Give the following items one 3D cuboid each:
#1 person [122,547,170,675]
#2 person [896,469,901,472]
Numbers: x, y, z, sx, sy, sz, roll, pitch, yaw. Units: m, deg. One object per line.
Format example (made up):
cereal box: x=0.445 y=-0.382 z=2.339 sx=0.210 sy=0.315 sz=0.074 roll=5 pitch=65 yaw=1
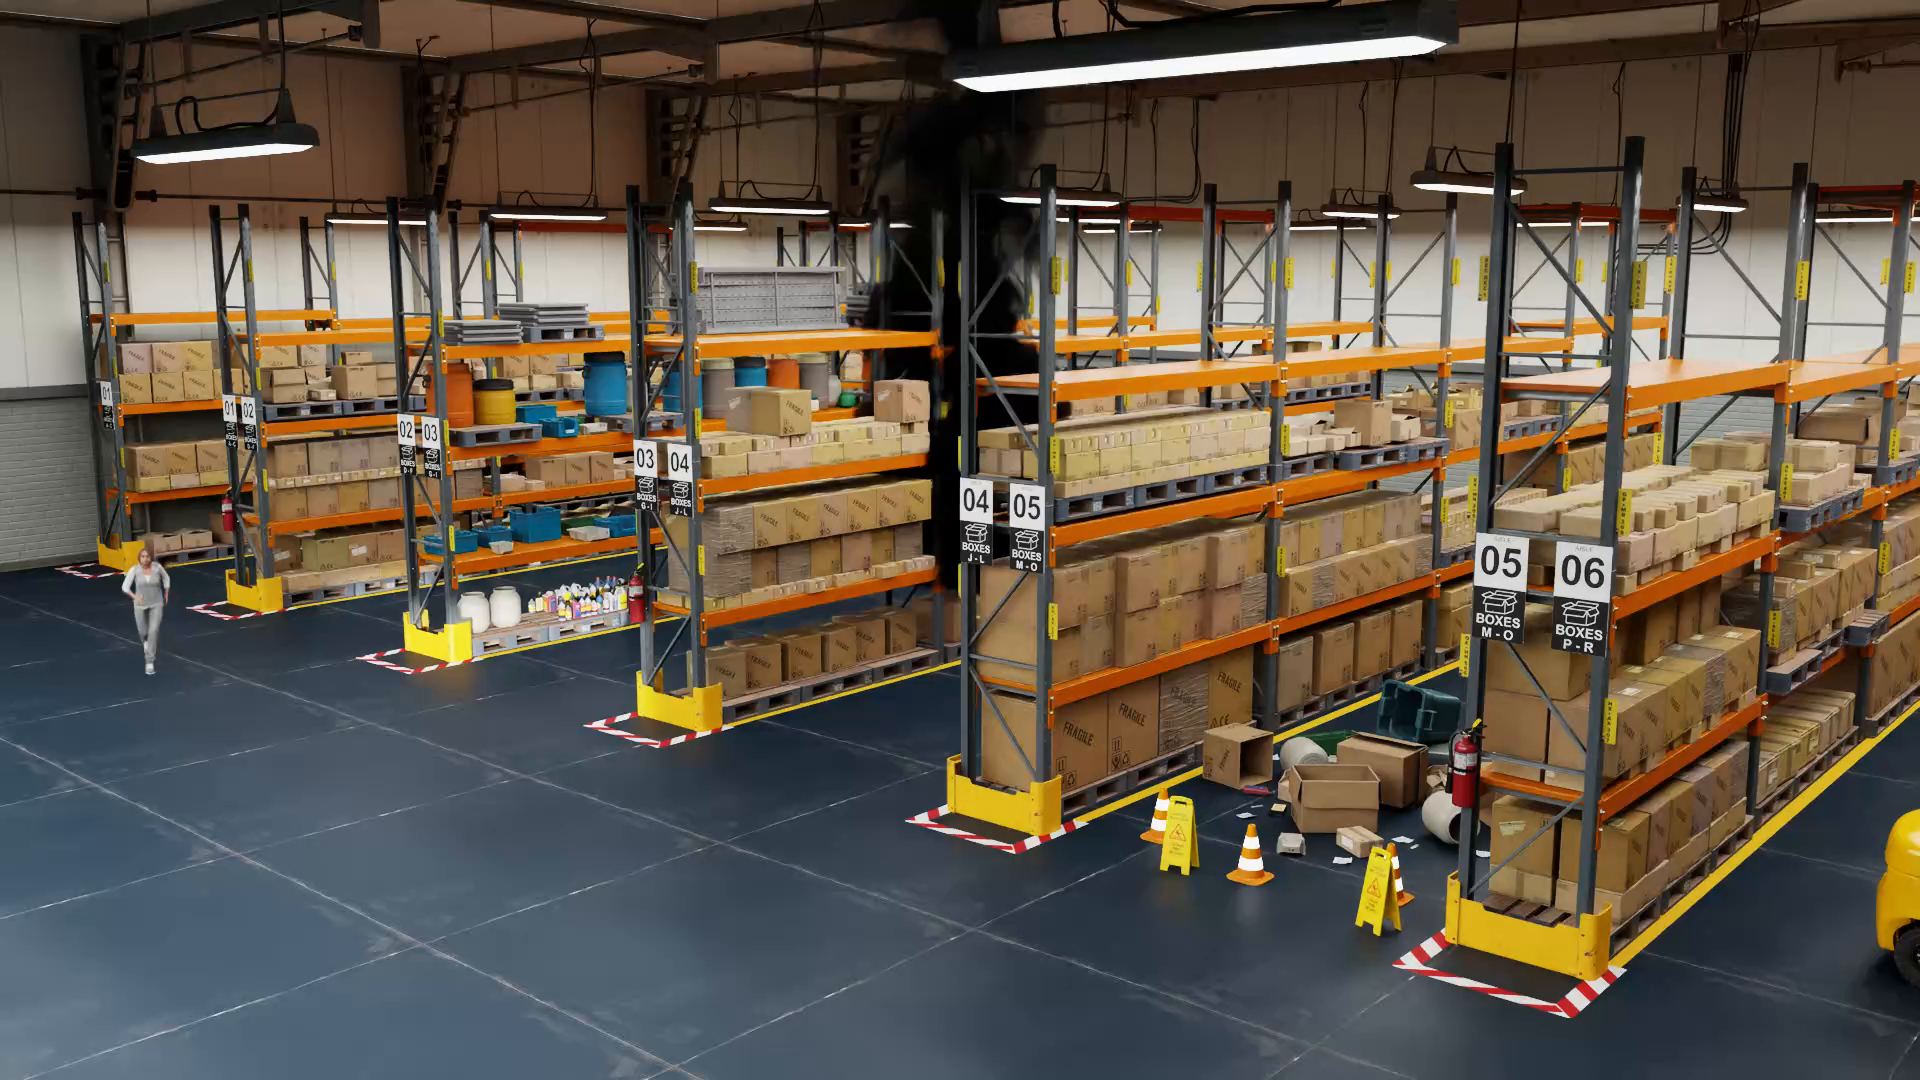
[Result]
person: x=-10.425 y=0.864 z=21.356 sx=0.565 sy=1.589 sz=0.878 roll=-5 pitch=11 yaw=-28
person: x=-1.499 y=-1.055 z=32.190 sx=0.618 sy=1.832 sz=0.853 roll=6 pitch=11 yaw=31
